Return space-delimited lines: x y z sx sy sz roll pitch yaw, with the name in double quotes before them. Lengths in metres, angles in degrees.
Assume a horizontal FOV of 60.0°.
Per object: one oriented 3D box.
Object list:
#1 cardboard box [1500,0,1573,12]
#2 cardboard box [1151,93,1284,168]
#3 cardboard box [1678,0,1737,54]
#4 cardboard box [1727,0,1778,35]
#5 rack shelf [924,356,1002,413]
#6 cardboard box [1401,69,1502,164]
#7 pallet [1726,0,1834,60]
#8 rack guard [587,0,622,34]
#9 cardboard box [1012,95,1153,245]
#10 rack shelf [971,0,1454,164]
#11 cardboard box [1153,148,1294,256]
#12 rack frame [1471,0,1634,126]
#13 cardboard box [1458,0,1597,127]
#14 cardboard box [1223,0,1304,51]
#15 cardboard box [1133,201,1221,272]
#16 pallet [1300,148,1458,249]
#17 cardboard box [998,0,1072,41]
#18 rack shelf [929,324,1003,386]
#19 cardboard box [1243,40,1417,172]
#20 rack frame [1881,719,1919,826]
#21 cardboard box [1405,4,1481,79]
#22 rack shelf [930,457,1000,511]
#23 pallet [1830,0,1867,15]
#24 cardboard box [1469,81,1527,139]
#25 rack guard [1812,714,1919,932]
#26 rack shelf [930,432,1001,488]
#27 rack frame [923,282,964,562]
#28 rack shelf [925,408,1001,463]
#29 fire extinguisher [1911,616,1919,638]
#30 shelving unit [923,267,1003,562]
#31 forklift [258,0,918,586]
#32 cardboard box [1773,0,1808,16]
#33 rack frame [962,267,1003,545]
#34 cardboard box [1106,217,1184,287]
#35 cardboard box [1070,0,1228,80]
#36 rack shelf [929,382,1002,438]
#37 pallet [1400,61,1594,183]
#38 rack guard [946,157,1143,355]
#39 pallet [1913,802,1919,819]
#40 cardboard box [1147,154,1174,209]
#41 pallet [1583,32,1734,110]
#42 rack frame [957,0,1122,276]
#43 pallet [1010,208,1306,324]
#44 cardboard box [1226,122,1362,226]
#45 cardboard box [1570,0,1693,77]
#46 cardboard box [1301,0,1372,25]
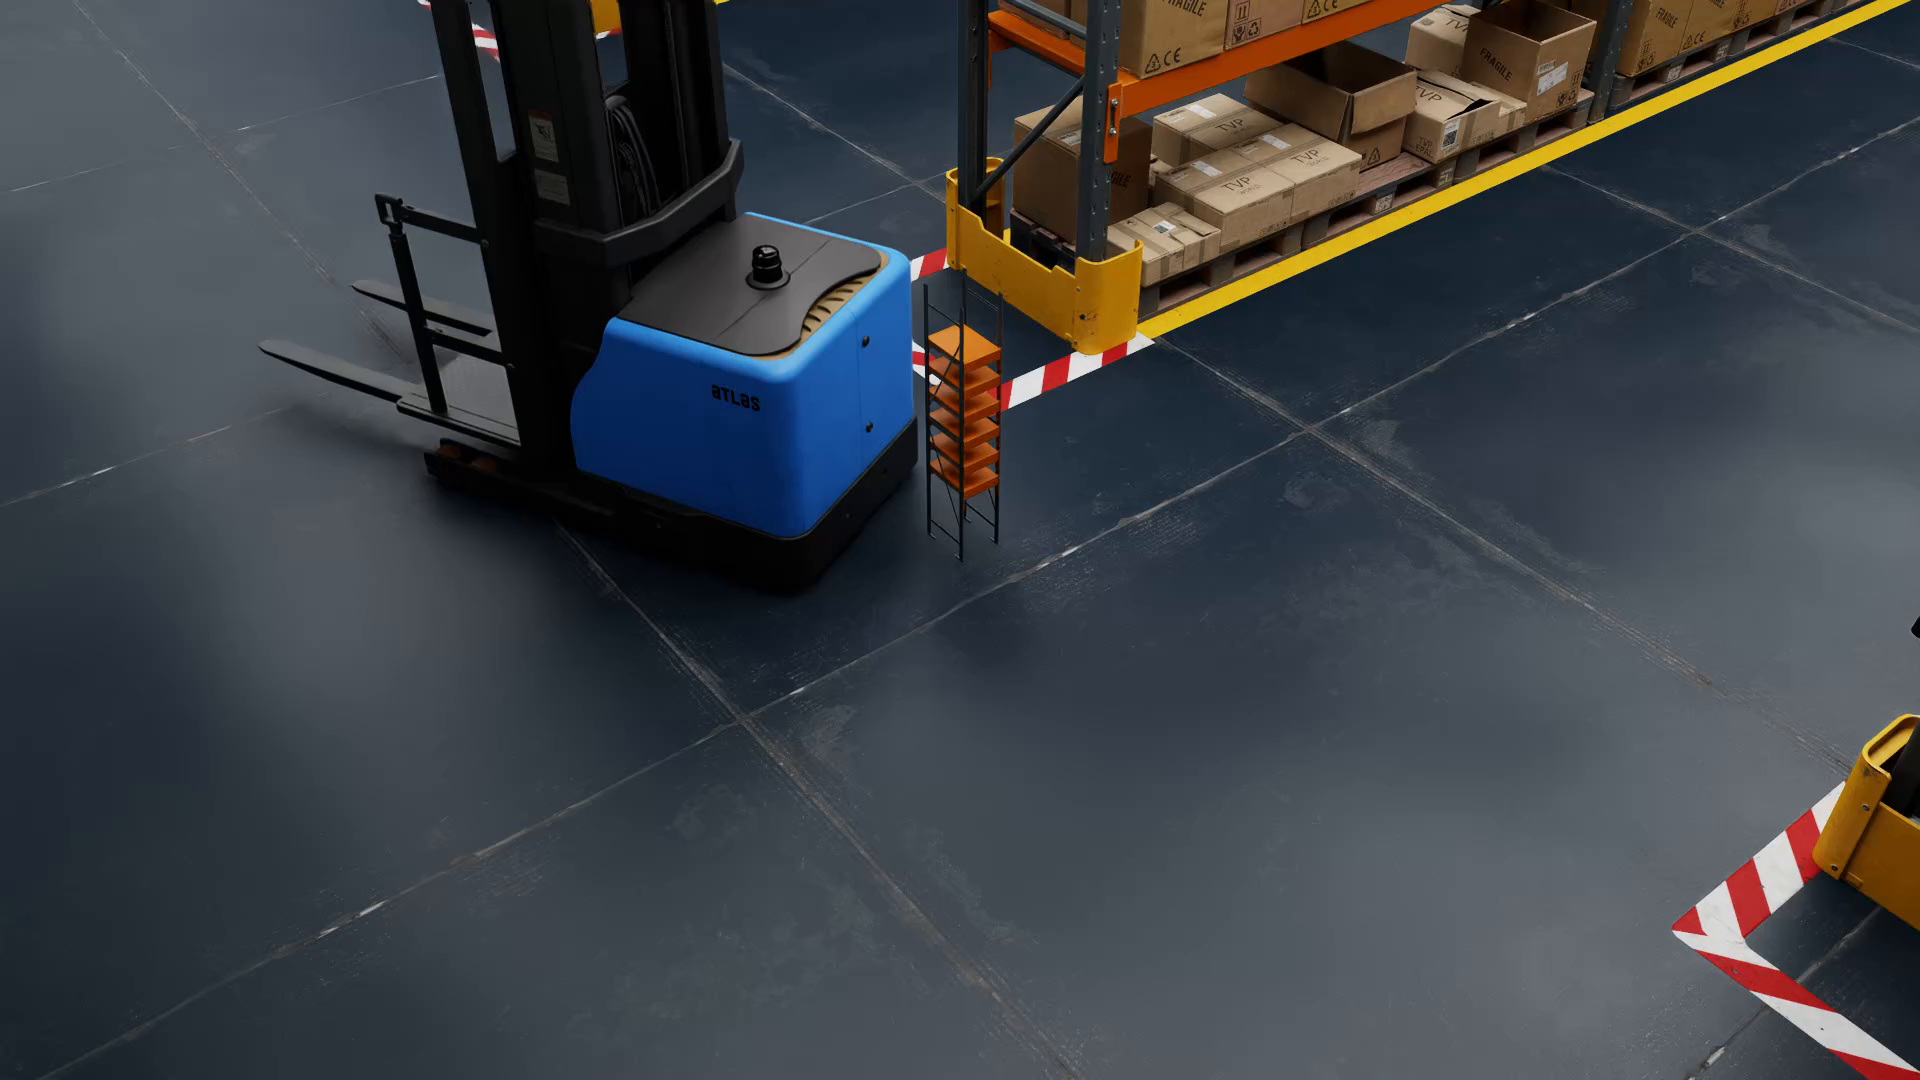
"cardboard box" 3.724 -3.445 10.372 0.500 0.500 0.500 -26 46 -28
"cardboard box" 1.389 -2.154 8.995 0.500 0.250 0.500 -26 46 -28
"cardboard box" 4.456 -3.387 10.300 0.500 0.500 0.500 -25 46 -28
"cardboard box" 4.857 -3.576 10.531 0.500 0.500 0.500 -25 46 -28
"rack shelf" 0.011 -0.621 6.416 0.180 0.103 0.258 -26 46 -28
"cardboard box" 2.634 -2.385 9.228 0.500 0.311 0.500 -26 46 -28
"pallet" 5.098 -3.636 11.179 1.213 0.211 1.003 -26 46 -28
"rack guard" -2.690 -3.871 11.238 0.348 0.500 1.175 -26 46 -28
"cardboard box" 0.617 -1.898 8.487 0.500 0.500 0.500 -26 46 -28
"rack shelf" 1.922 -2.856 8.596 4.000 0.370 1.077 -26 46 -28
"cardboard box" 1.337 -1.729 8.476 0.500 0.250 0.500 -26 46 -28
"rack frame" 3.508 -3.907 9.311 0.127 3.000 1.000 -26 46 -28
"cardboard box" 3.229 -2.748 9.522 0.500 0.500 0.500 -26 46 -28
"cardboard box" 1.255 -2.640 7.688 0.500 0.500 0.500 -26 46 -28
"cardboard box" 1.076 -1.521 8.290 0.250 0.166 0.380 -26 46 -28
"pallet" 1.995 -2.089 9.294 1.213 0.211 1.003 -26 46 -28
"cardboard box" 0.526 -2.709 7.772 0.500 0.500 0.500 -25 45 -27
"rack shelf" 0.011 -0.713 6.339 0.180 0.103 0.258 -26 46 -28
"cardboard box" 2.021 -2.383 9.075 0.637 0.503 0.797 -26 46 -28
"rack frame" 3.358 0.129 4.391 0.127 3.000 1.000 -26 46 -28
"cardboard box" 3.043 -2.984 9.959 0.500 0.311 0.500 -26 46 -28
"rack shelf" 0.011 -0.250 6.720 0.180 0.103 0.258 -26 46 -28
"pallet" 6.064 -4.105 11.751 1.213 0.211 1.003 -26 46 -28
"cardboard box" 2.968 -2.437 9.419 0.250 0.149 0.380 -26 46 -28
"rack guard" 3.339 1.105 5.173 0.348 0.500 1.175 -26 46 -28
"rack shelf" 0.011 -0.342 6.644 0.180 0.103 0.258 -26 46 -28
"rack frame" -0.061 -0.434 6.496 0.006 1.200 0.240 -26 46 -28
"rack shelf" 0.011 -0.435 6.568 0.180 0.103 0.258 -26 46 -28
"fire extinguisher" 2.957 0.129 4.746 0.183 0.674 0.296 -26 46 -28
"shelving unit" 0.011 -0.469 6.540 0.189 1.200 0.258 -26 46 -28
"forklift" -1.732 -1.603 6.557 3.031 2.935 1.130 18 43 21
"cardboard box" 5.258 -3.771 10.769 0.500 0.500 0.500 -28 47 -30
"rack frame" 0.084 -0.505 6.583 0.006 1.200 0.240 -26 46 -28
"cardboard box" 0.878 -1.418 8.177 0.250 0.149 0.380 -26 46 -28
"cardboard box" 0.849 -2.438 7.442 0.500 0.500 0.500 -25 46 -27
"rack shelf" 0.011 -0.528 6.492 0.180 0.103 0.258 -26 46 -28
"pallet" 2.963 -2.564 9.872 1.213 0.211 1.003 -26 46 -28
"rack guard" 0.397 -1.424 8.255 0.348 0.500 1.175 -26 46 -28
"pallet" 3.944 0.859 5.700 1.213 0.211 1.003 -26 46 -28
"cardboard box" 0.993 -1.881 8.728 0.250 0.166 0.380 -26 46 -28
"pallet" 4.130 -3.162 10.601 1.213 0.211 1.003 -26 46 -28
"rack frame" 0.336 -2.361 7.426 0.127 3.000 1.000 -26 46 -28
"pallet" 1.028 -1.621 8.723 1.213 0.211 1.003 -26 46 -28
"cardboard box" 1.733 -1.922 8.712 0.500 0.250 0.500 -26 46 -28
"cardboard box" 4.040 -3.175 10.042 0.500 0.500 0.500 -28 47 -30
"cardboard box" 1.654 -2.833 7.923 0.500 0.500 0.500 -26 46 -28
